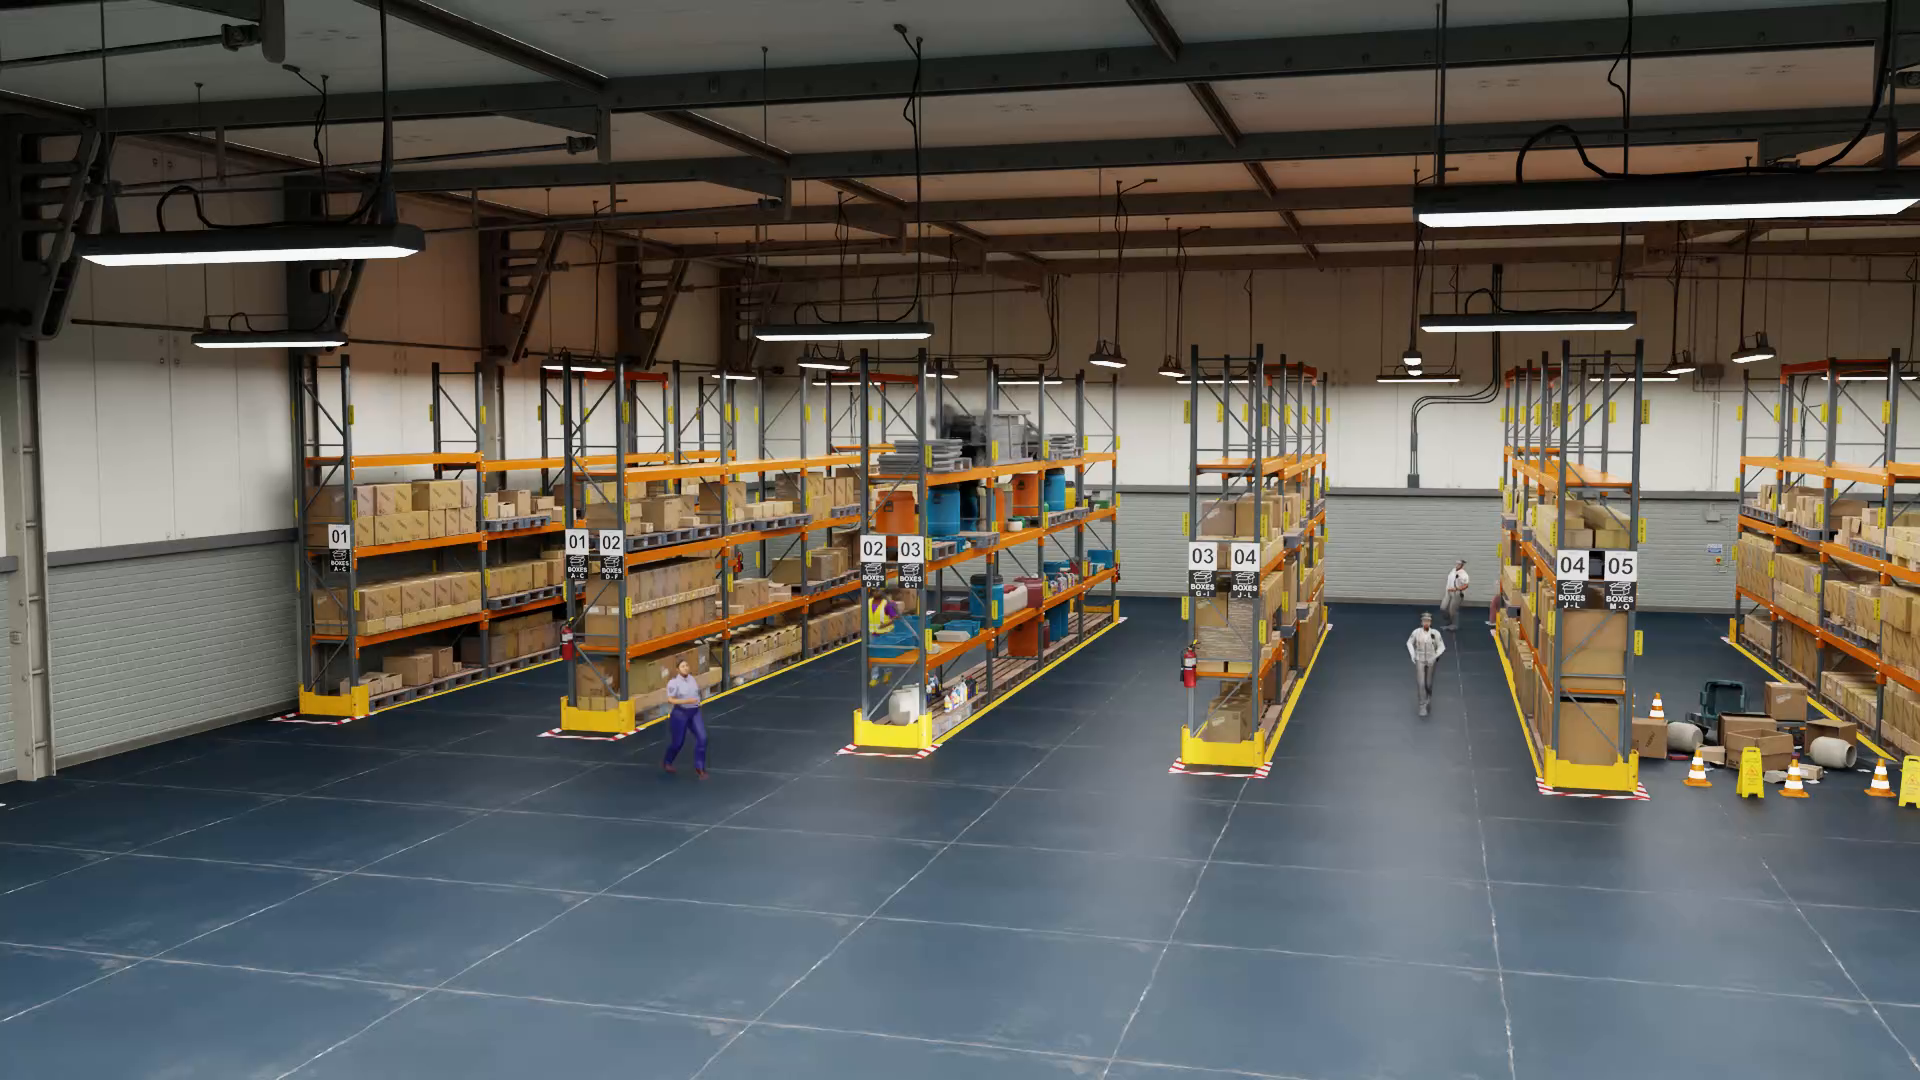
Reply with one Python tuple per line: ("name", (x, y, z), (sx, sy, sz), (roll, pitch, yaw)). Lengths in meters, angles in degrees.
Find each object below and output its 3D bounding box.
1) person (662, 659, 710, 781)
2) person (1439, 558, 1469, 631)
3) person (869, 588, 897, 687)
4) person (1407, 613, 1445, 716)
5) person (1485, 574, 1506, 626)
("person", (-3.796, 2.478, 23.013), (0.607, 1.685, 0.816), (-4, 6, -43))
("person", (11.455, 1.287, 38.485), (0.561, 1.782, 0.764), (-3, 5, -32))
("person", (-1.448, 1.653, 29.134), (0.706, 1.786, 0.737), (1, 4, 18))
("person", (7.868, 2.063, 28.098), (0.625, 1.703, 0.825), (1, 4, 15))
("person", (12.743, 1.286, 39.204), (0.822, 1.536, 0.641), (3, 5, 37))
